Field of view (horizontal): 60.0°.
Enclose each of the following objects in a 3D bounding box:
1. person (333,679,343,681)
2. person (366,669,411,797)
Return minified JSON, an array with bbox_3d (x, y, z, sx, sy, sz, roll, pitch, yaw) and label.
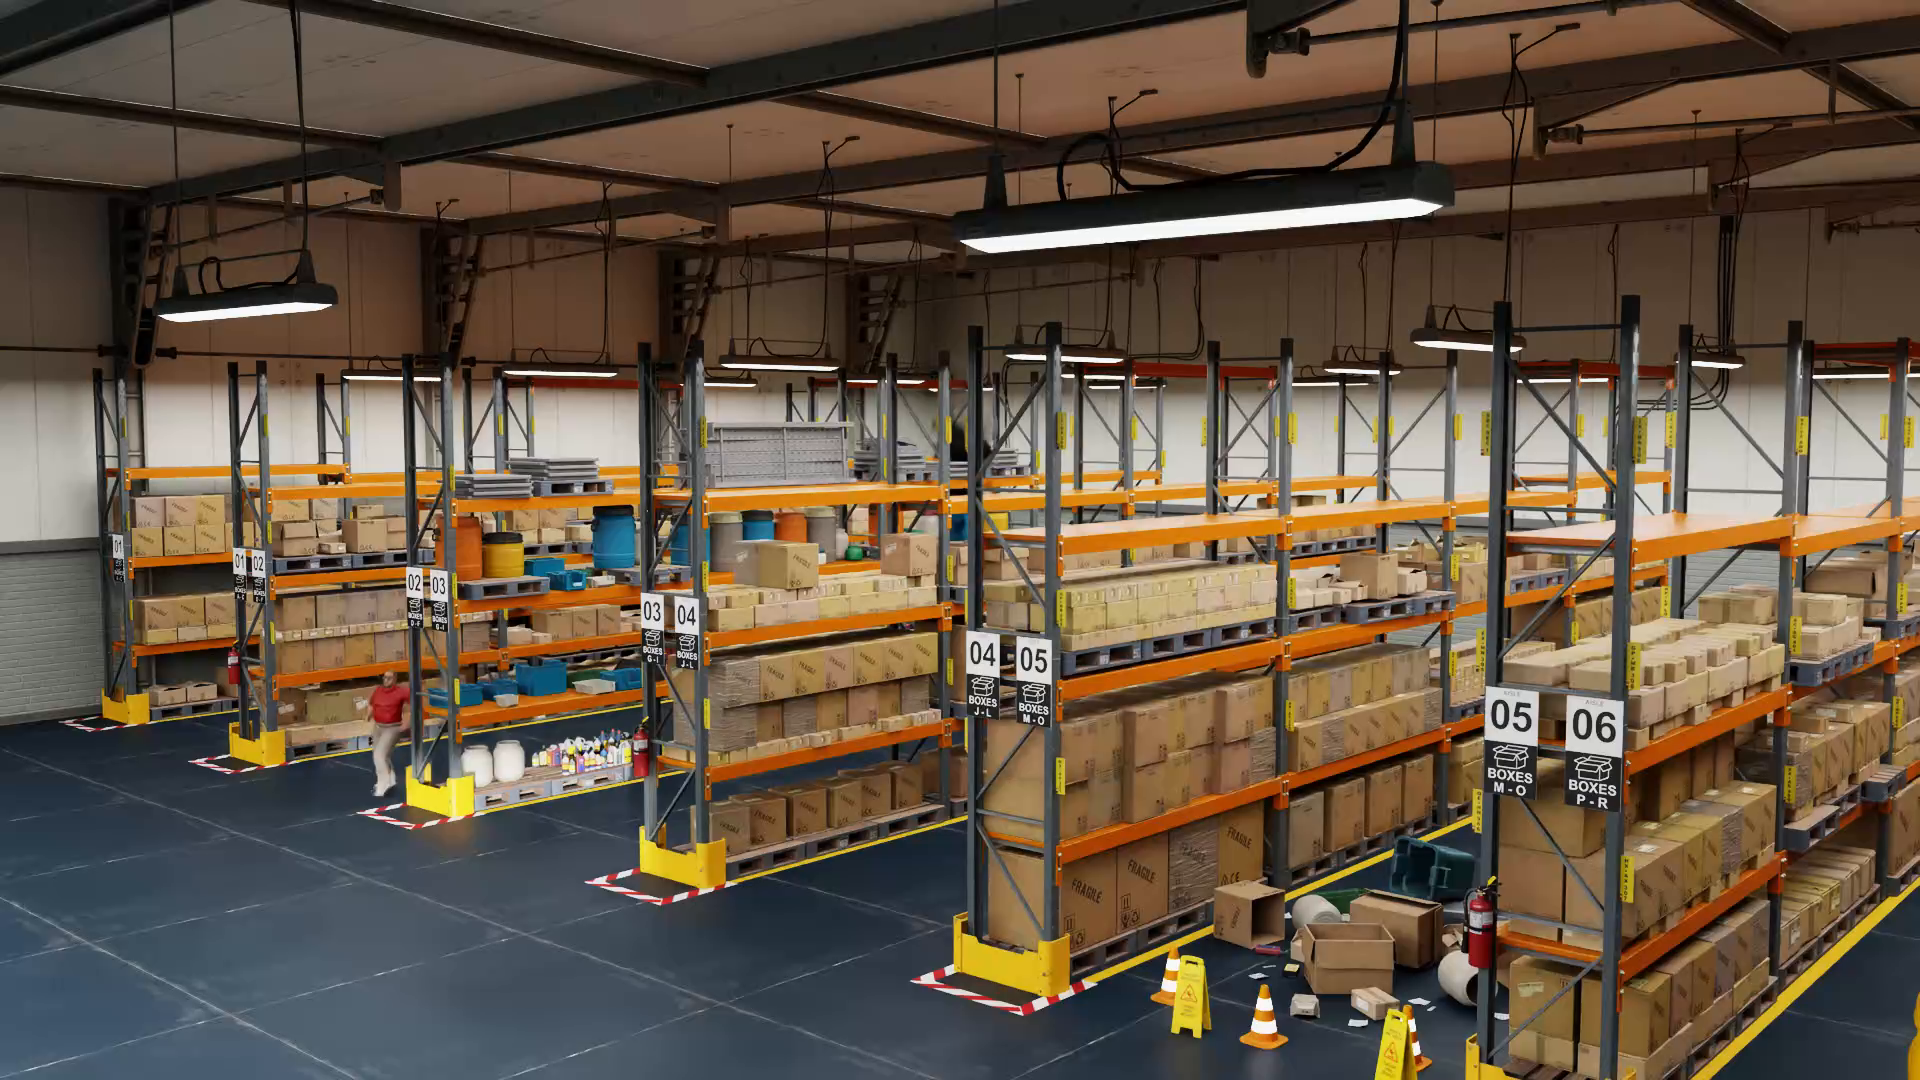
[{"bbox_3d":[-10.431,2.334,27.857,0.522,1.538,0.555,2,5,29],"label":"person"},{"bbox_3d":[-7.832,2.659,22.786,0.725,1.779,0.617,2,5,24],"label":"person"}]
